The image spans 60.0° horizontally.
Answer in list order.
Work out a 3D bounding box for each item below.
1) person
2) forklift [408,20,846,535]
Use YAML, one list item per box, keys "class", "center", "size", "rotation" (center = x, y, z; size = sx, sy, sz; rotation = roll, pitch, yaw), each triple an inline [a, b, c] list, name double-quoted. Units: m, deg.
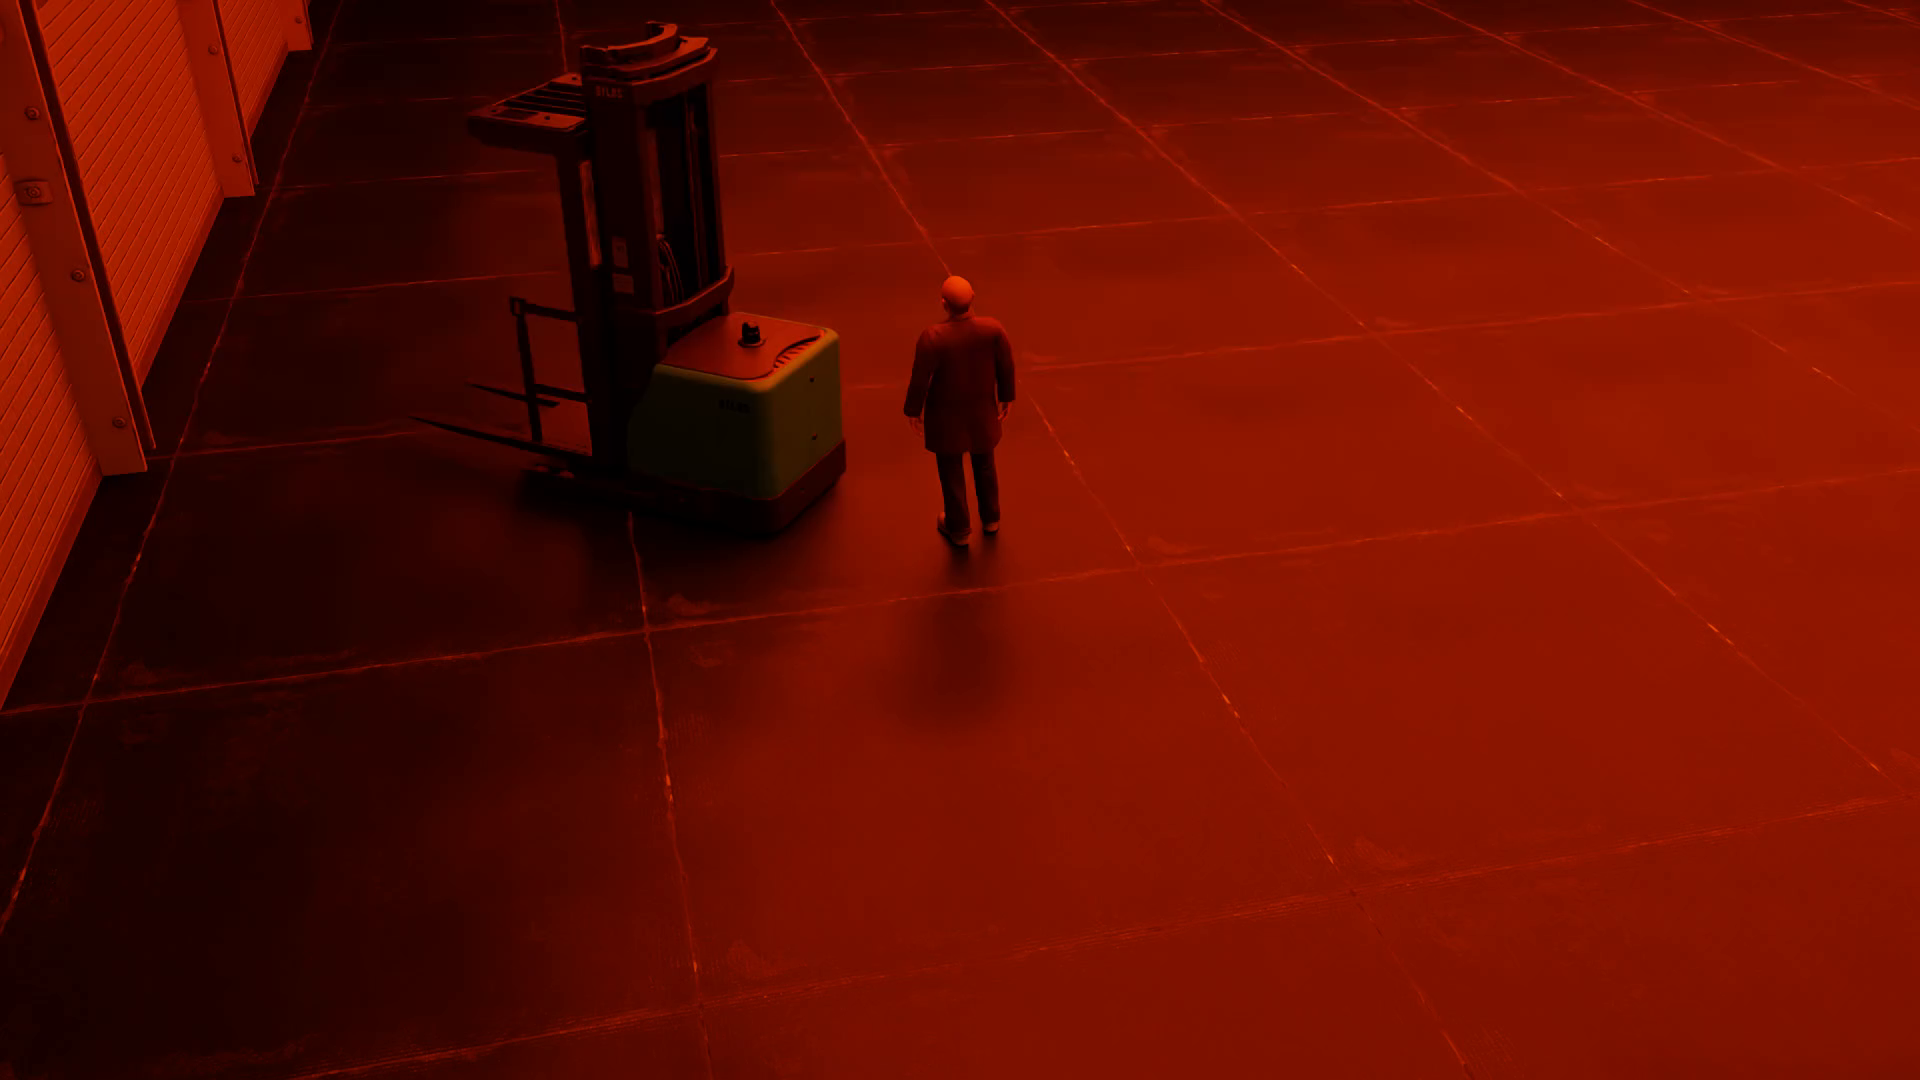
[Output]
- class: "person"
  center: [-0.018, -0.821, 10.129]
  size: [0.696, 1.777, 0.579]
  rotation: [-7, 31, -12]
- class: "forklift"
  center: [-2.325, -1.784, 10.656]
  size: [3.031, 2.935, 1.130]
  rotation: [13, 32, 21]
